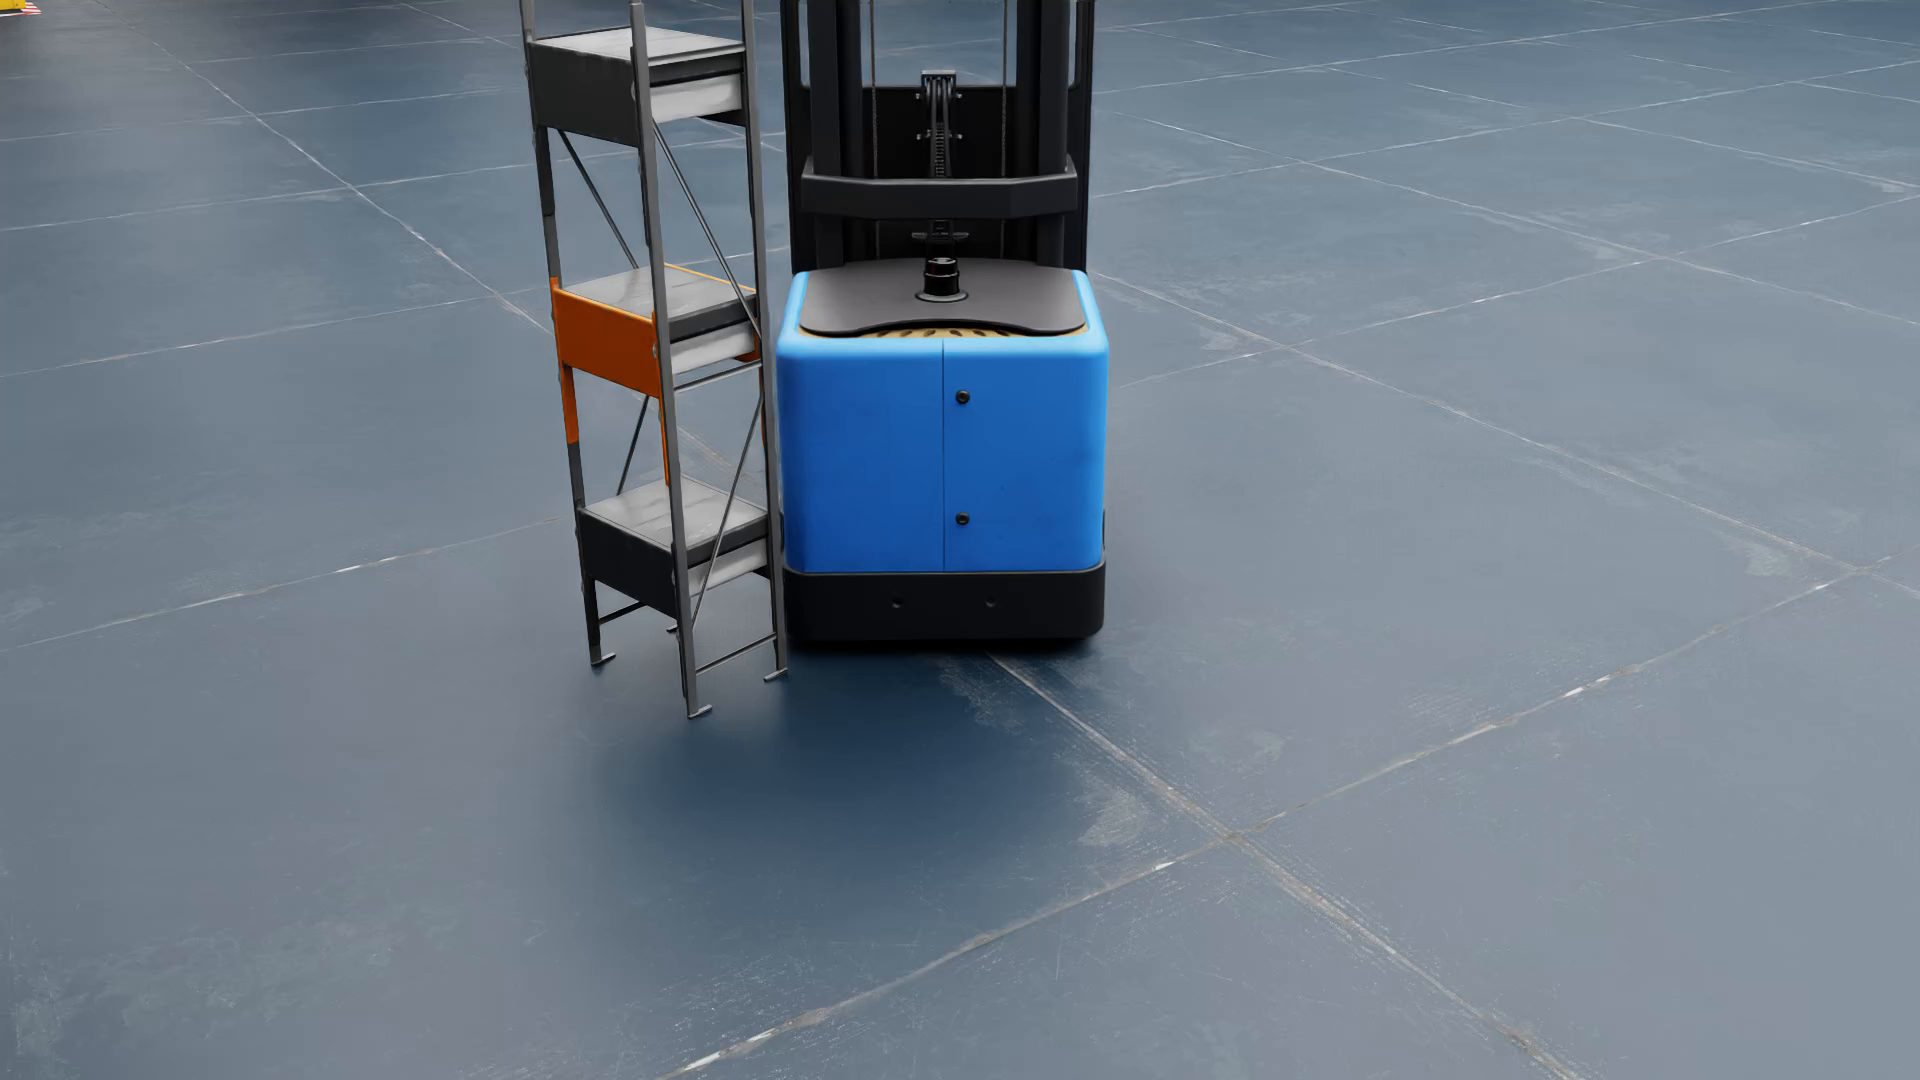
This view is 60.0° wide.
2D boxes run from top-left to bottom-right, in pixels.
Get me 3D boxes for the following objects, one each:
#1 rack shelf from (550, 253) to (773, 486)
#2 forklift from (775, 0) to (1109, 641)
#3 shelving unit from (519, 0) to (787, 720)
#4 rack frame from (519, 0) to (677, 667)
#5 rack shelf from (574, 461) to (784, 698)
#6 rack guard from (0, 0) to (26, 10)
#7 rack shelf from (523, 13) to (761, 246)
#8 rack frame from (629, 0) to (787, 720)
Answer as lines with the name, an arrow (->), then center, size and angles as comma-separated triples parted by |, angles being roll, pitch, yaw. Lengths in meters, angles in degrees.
rack shelf -> -0.876, -0.522, 4.928 | 0.480, 0.518, 0.431 | 21, 33, 37
forklift -> -0.084, -1.583, 6.170 | 1.130, 2.935, 3.031 | -1, 25, -1
shelving unit -> -0.876, -0.534, 4.922 | 0.503, 2.100, 0.431 | 21, 33, 37
rack frame -> -1.057, -0.604, 5.070 | 0.015, 2.100, 0.400 | 21, 33, 37
rack shelf -> -0.876, 0.111, 5.227 | 0.480, 0.518, 0.431 | 21, 33, 37
rack guard -> -11.465, -6.355, 19.126 | 1.175, 0.500, 0.348 | -16, 29, -30
rack shelf -> -0.876, -1.155, 4.629 | 0.480, 0.518, 0.431 | 21, 33, 37
rack frame -> -0.695, -0.464, 4.774 | 0.015, 2.100, 0.400 | 21, 33, 37
